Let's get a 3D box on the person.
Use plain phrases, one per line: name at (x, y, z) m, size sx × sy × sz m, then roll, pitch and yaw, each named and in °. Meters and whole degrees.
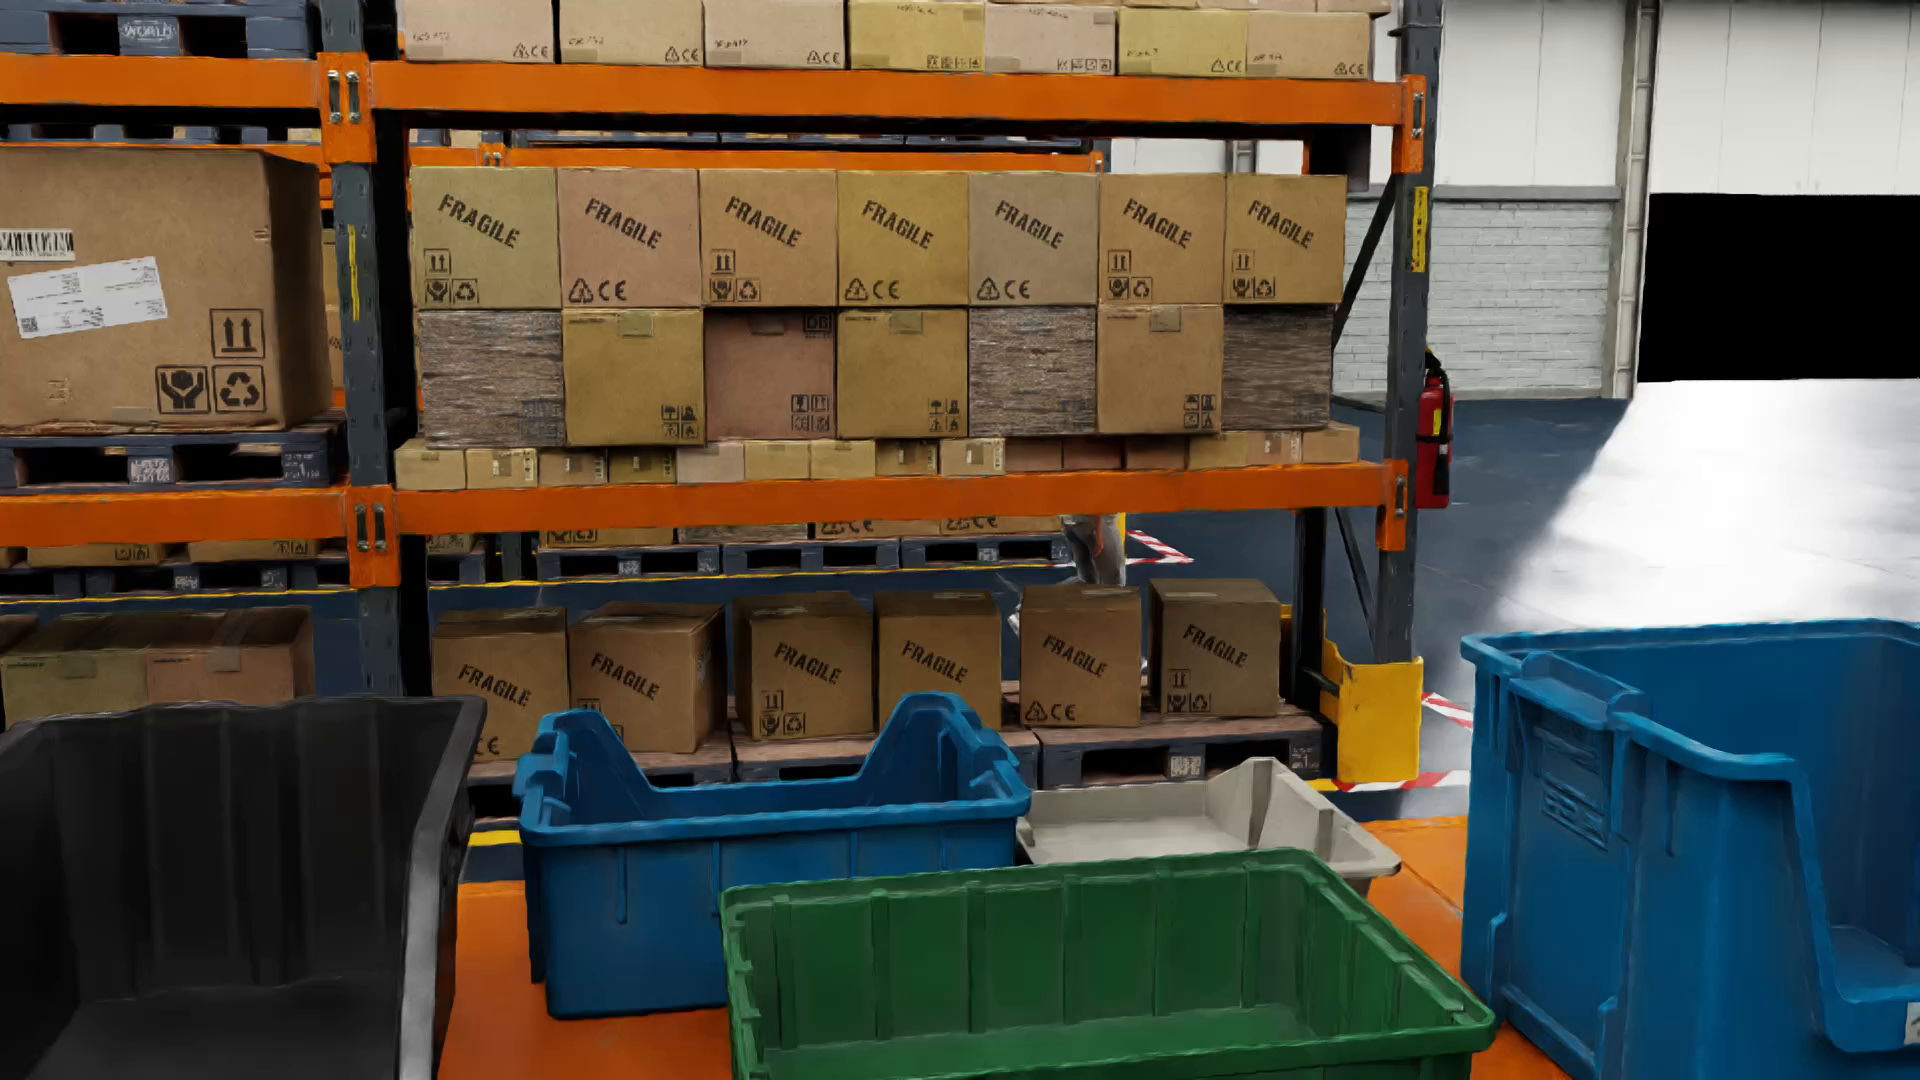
person at (0.600, -0.101, 8.419) m, size 0.722 × 1.570 × 0.428 m, roll -3°, pitch 10°, yaw -17°
